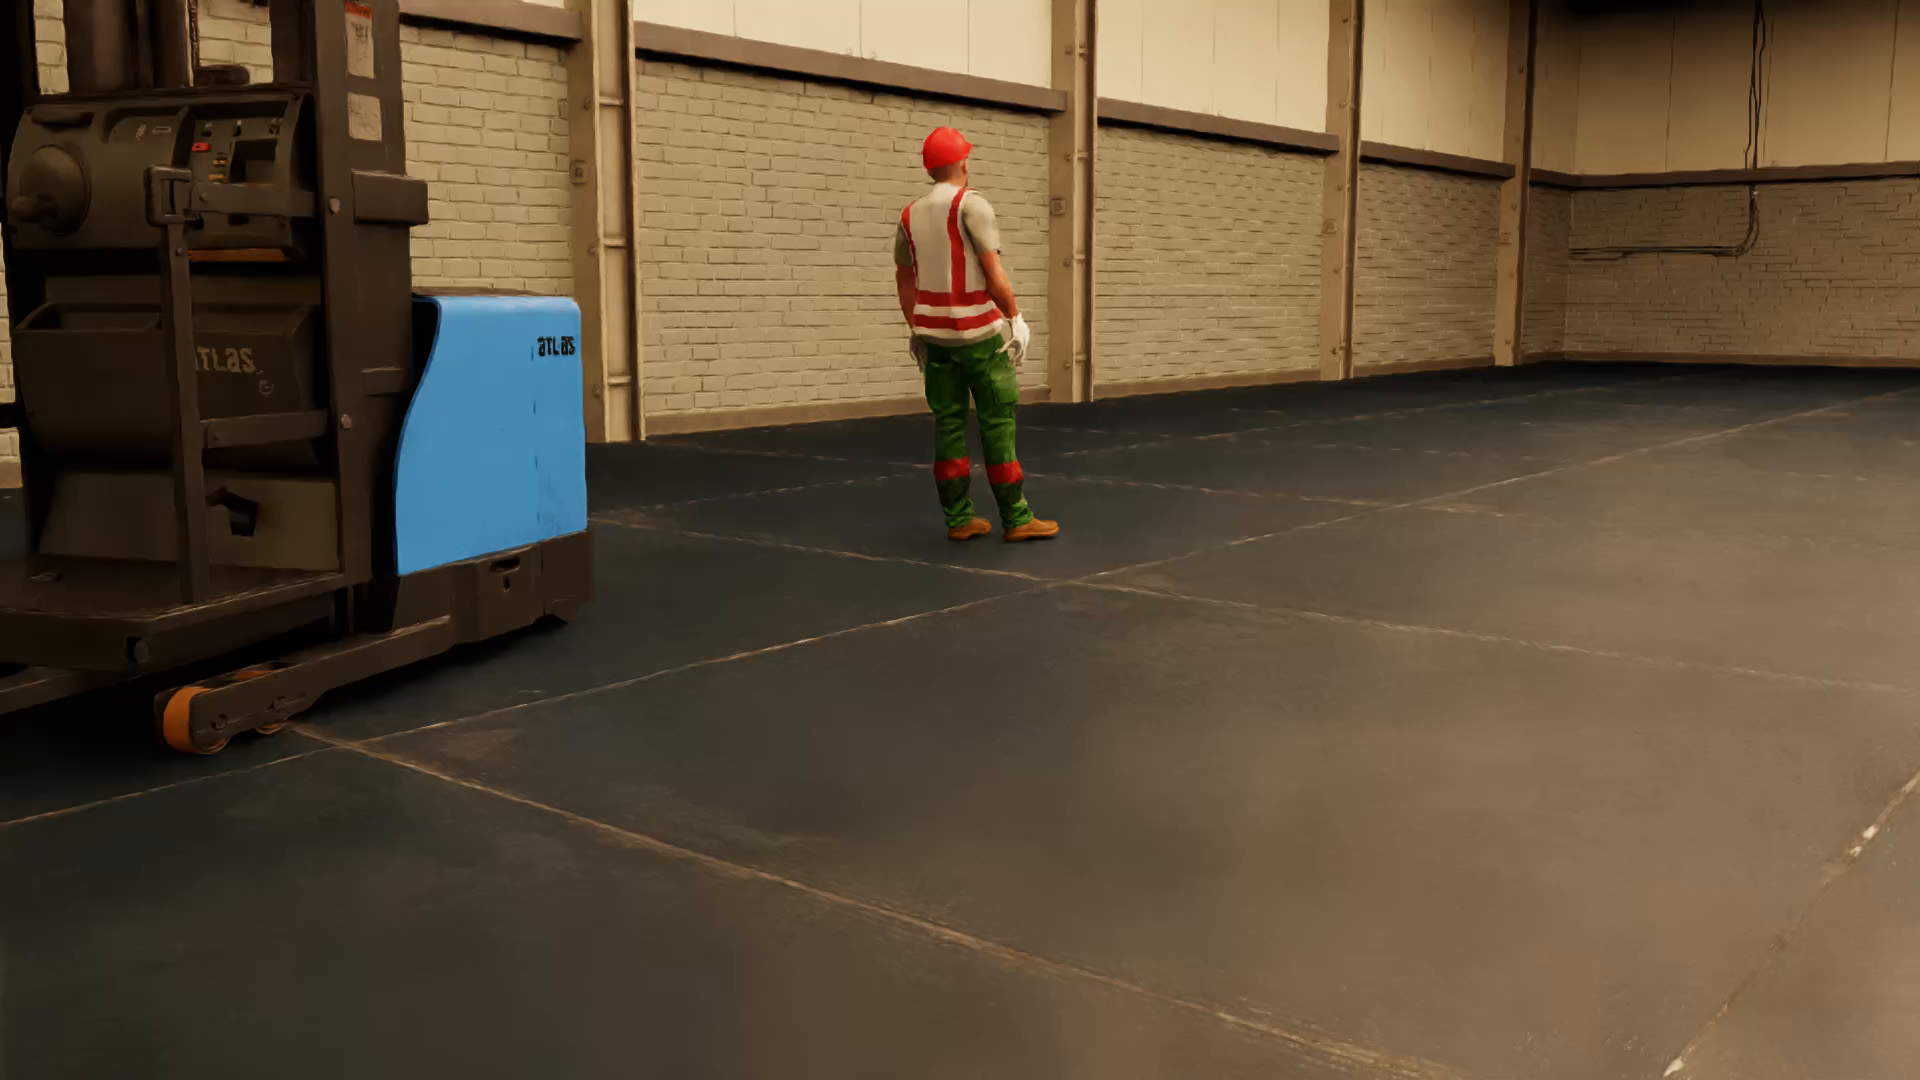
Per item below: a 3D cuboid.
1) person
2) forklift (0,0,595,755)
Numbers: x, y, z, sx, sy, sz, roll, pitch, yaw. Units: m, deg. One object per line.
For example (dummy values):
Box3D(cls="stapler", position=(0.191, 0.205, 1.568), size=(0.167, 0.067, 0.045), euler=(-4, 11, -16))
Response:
Box3D(cls="person", position=(0.059, -0.900, 7.329), size=(0.637, 1.787, 0.563), euler=(7, 11, 38))
Box3D(cls="forklift", position=(-2.180, -1.007, 4.162), size=(1.130, 2.935, 3.031), euler=(3, 9, 19))
